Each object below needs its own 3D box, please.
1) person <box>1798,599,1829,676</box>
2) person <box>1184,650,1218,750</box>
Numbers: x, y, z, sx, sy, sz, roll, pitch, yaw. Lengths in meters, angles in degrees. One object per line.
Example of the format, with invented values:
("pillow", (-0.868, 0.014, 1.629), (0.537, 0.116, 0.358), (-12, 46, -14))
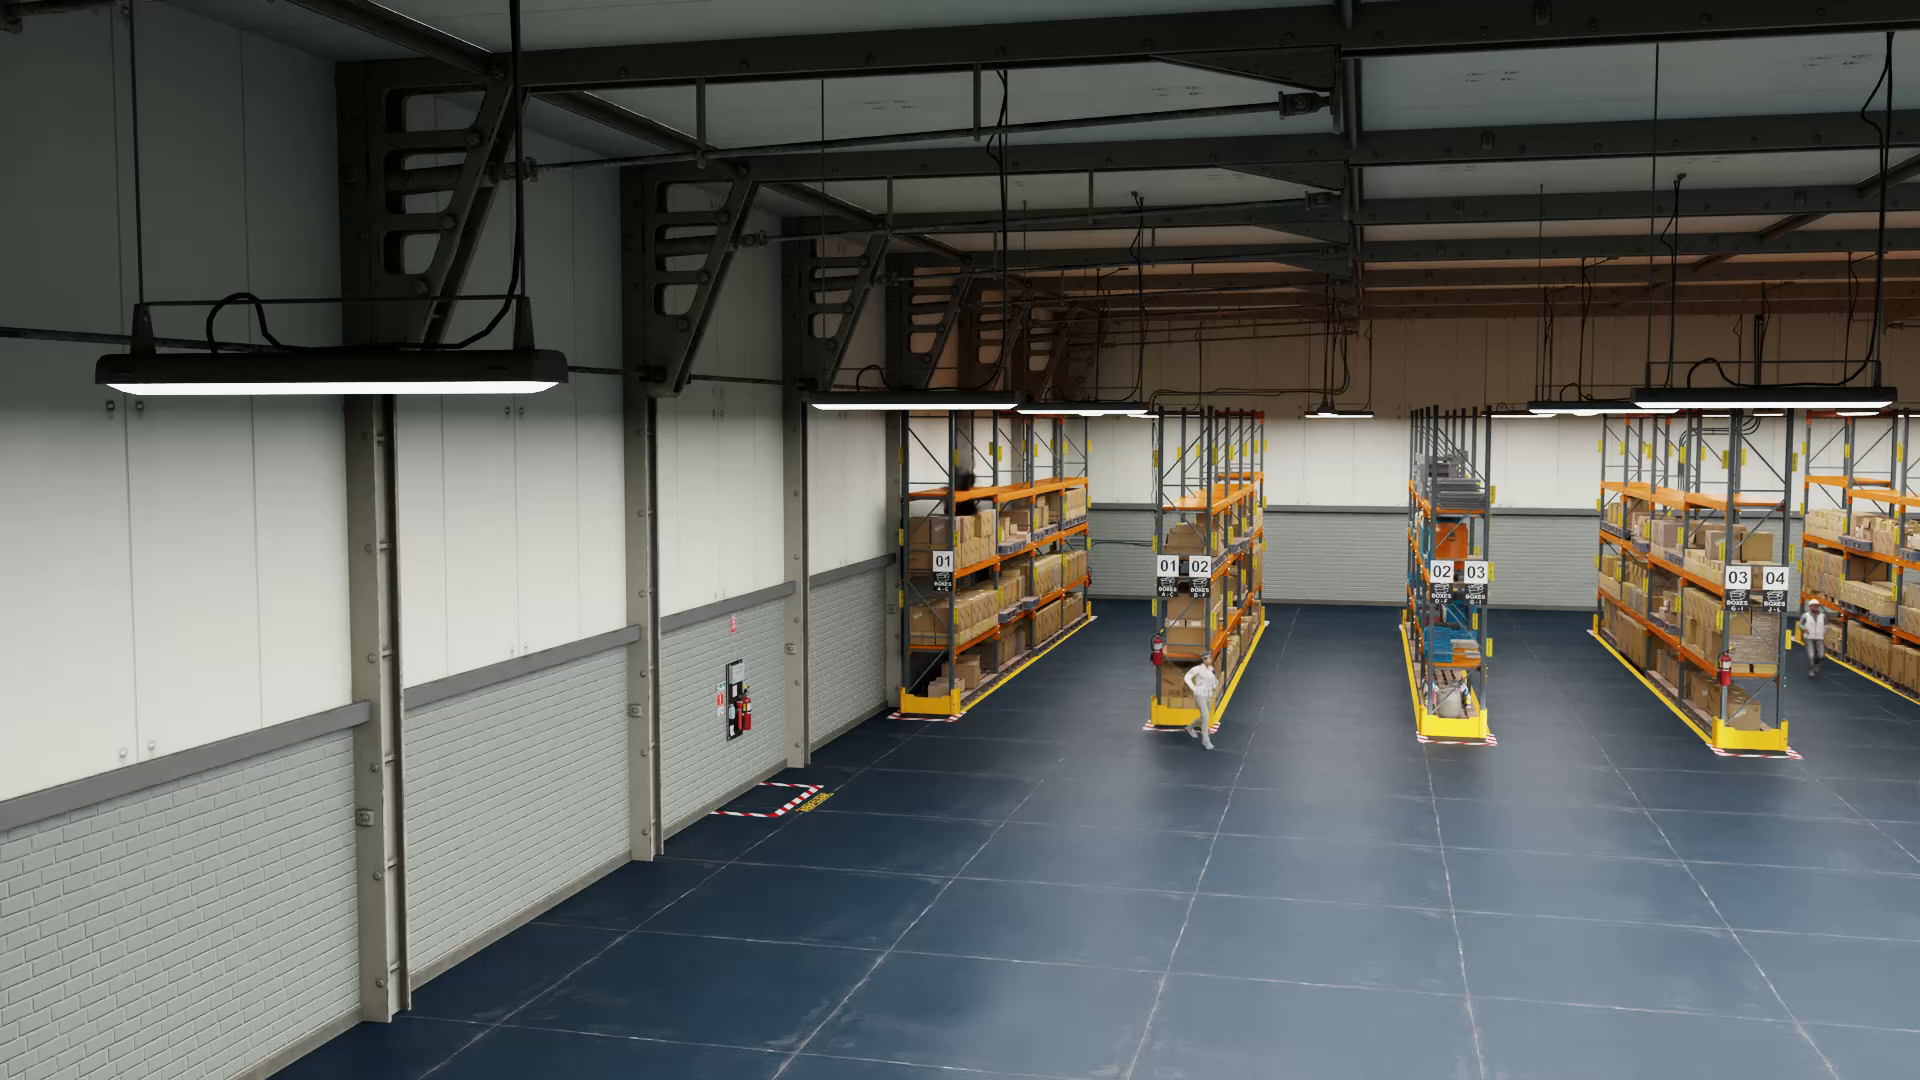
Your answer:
("person", (19.091, 2.192, 37.168), (0.654, 1.723, 0.598), (1, 4, 15))
("person", (4.331, 2.787, 29.406), (0.629, 1.681, 0.910), (-3, 5, -38))
